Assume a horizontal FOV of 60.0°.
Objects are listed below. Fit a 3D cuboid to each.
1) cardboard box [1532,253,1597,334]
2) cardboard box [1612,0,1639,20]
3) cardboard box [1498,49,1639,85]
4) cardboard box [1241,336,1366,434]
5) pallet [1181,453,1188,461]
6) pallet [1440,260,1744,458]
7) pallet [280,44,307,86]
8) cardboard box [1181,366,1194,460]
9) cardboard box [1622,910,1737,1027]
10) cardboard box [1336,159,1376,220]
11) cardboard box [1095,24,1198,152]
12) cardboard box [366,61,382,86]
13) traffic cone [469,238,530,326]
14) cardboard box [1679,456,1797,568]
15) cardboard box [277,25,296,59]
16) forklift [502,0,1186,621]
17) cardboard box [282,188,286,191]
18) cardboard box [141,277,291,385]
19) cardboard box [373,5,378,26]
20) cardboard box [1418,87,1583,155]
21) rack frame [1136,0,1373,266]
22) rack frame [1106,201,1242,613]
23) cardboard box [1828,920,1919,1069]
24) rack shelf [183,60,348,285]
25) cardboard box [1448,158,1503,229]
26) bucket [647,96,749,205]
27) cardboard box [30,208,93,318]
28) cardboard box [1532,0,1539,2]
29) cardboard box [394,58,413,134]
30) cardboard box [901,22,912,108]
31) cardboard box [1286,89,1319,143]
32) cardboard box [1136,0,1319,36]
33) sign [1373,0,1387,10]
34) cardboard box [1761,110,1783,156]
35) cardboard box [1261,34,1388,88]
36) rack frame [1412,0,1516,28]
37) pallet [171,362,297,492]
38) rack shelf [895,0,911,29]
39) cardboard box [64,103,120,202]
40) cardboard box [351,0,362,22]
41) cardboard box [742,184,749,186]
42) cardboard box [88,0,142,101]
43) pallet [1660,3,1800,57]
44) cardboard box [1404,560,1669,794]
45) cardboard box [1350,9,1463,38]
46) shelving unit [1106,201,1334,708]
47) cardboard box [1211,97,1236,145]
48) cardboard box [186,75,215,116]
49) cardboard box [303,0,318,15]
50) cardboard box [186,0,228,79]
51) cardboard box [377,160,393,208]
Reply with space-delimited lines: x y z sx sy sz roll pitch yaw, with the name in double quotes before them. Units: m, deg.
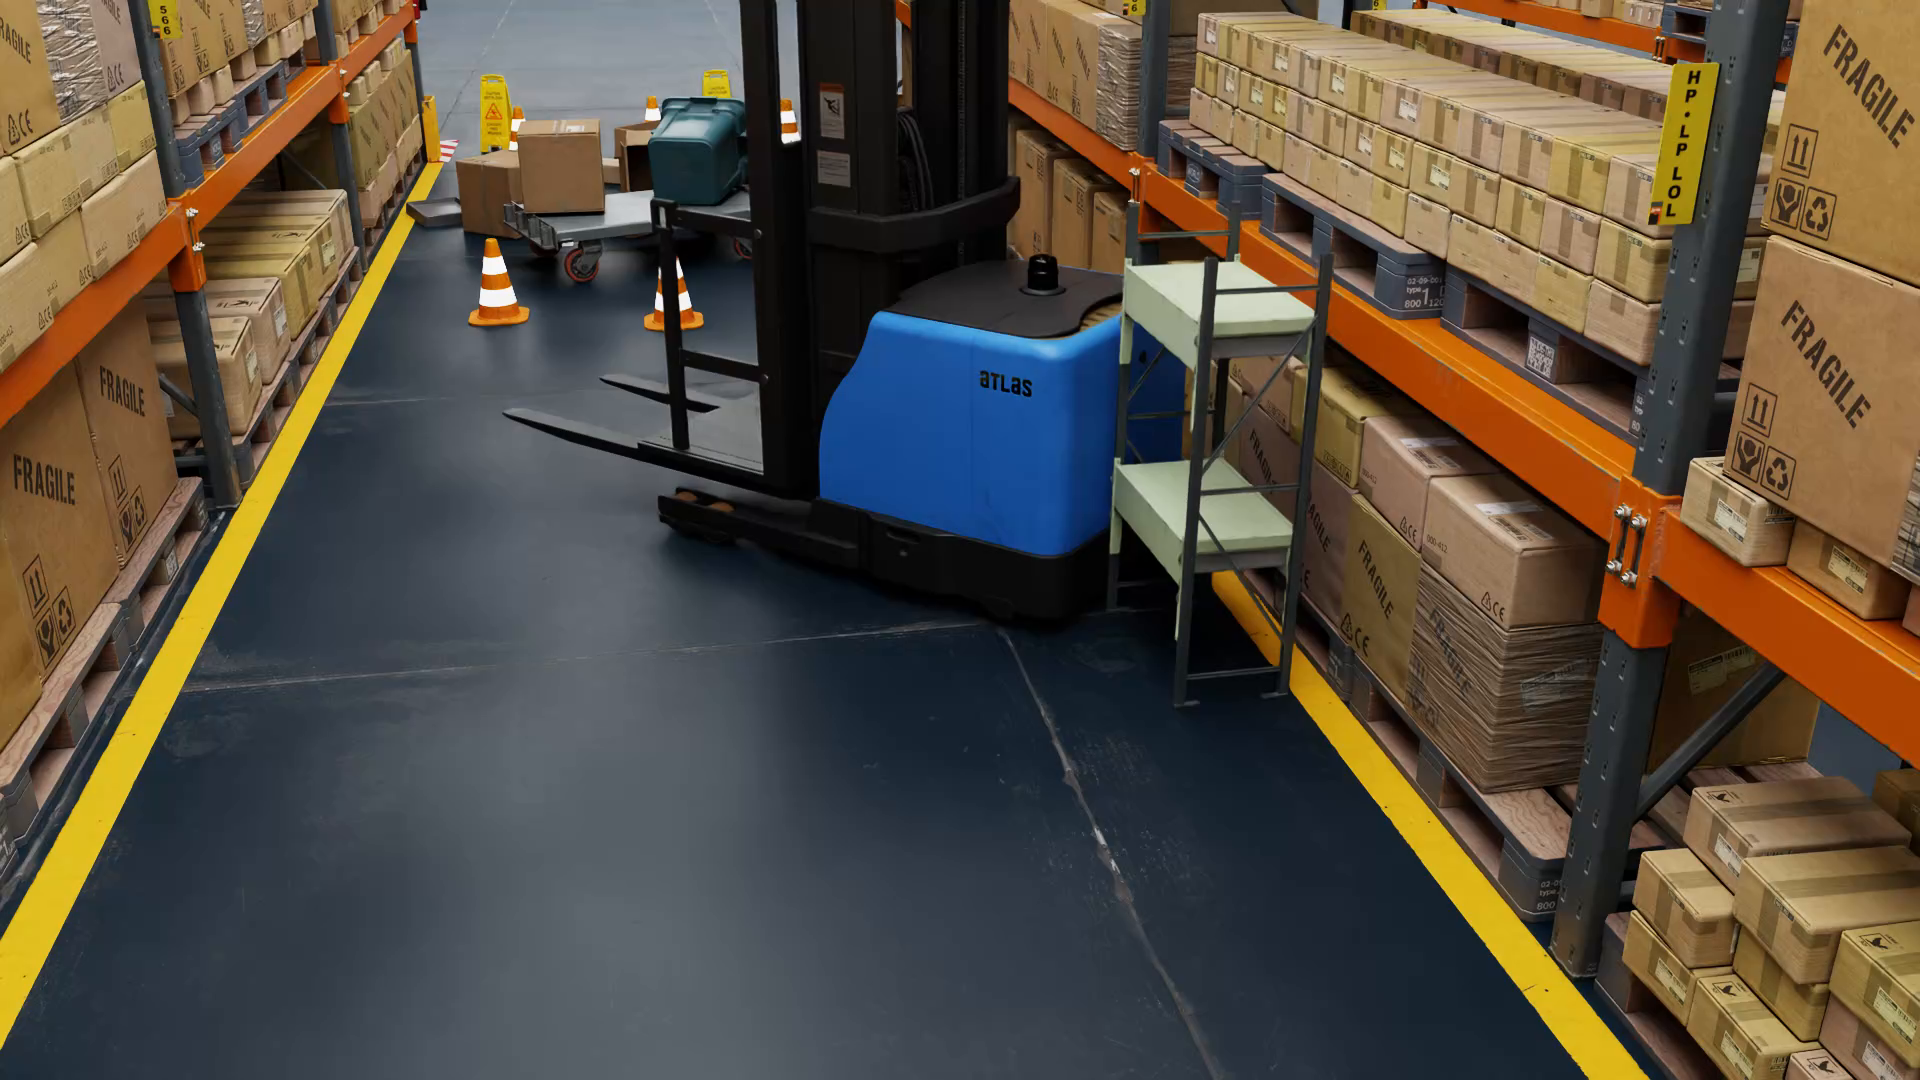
"cardboard box" 1.708 -0.641 4.260 0.380 0.149 0.250 -4 24 -9
"cardboard box" 5.086 -3.944 12.346 0.380 0.149 0.250 -4 24 -10
"cardboard box" 2.063 -1.576 5.657 0.380 0.149 0.250 -3 24 -7
"cardboard box" 1.348 -0.600 6.038 0.500 0.250 0.500 -4 24 -9
"pallet" 1.428 -0.308 7.192 1.003 0.211 1.213 -4 24 -10
"pallet" 2.027 -0.544 4.487 1.003 0.211 1.213 -4 24 -10
"pallet" -4.302 -2.662 9.336 1.003 0.211 1.213 -4 24 -10
"cardboard box" 1.165 -0.644 7.074 0.500 0.500 0.500 -5 24 -12
"cardboard box" 1.777 0.961 3.840 0.380 0.149 0.250 -5 24 -12
"cardboard box" 1.464 -1.156 5.439 0.380 0.149 0.250 -5 24 -11
"cardboard box" 0.938 -2.097 7.678 0.500 0.500 0.500 -4 24 -10
"cardboard box" -4.258 -3.248 11.601 0.380 0.149 0.250 -3 24 -7
"traffic cone" -2.695 -1.514 9.639 0.336 0.463 0.334 -4 24 -10
"cardboard box" 1.756 -0.070 3.475 0.380 0.149 0.250 -3 24 -8
"cardboard box" -3.769 -2.653 8.865 0.380 0.149 0.250 -4 24 -9
"forklift" -0.627 -1.490 6.499 3.031 2.935 1.130 15 28 31
"cardboard box" -4.674 -2.206 10.964 0.500 0.250 0.500 -3 24 -7
"cardboard box" -3.800 -0.988 8.024 0.950 0.372 0.625 -5 24 -11
"cardboard box" -4.345 -3.694 11.775 0.380 0.149 0.250 -4 24 -10
"cardboard box" 1.572 -1.221 4.845 0.380 0.149 0.250 -5 24 -11
"rack frame" 1.285 -1.894 7.338 1.000 3.000 0.127 -4 24 -10
"rack frame" 0.745 -0.440 5.876 0.400 1.500 0.023 -4 24 -12
"cardboard box" 1.973 0.880 3.280 0.380 0.149 0.250 -5 24 -10
"rack shelf" -3.931 -1.945 8.353 1.077 0.370 4.000 -4 24 -10
"cardboard box" 1.609 -0.984 4.674 0.380 0.149 0.250 -5 24 -11
"bucket" -1.745 -2.546 11.023 0.726 0.611 0.620 4 34 9
"cardboard box" -3.025 -0.840 5.113 0.500 0.250 0.500 -5 24 -10
"cardboard box" 4.876 -4.437 13.476 0.380 0.149 0.250 -4 24 -10
"cardboard box" -4.536 -3.409 12.783 0.500 0.500 0.500 -3 24 -8
"cardboard box" -0.004 -3.997 14.285 0.875 0.875 0.875 -4 24 -9
"cardboard box" 1.374 -1.494 5.840 0.380 0.149 0.250 -4 24 -10
"cardboard box" 1.212 -2.575 7.524 0.700 0.500 0.500 -4 24 -10
"sign" 1.817 -2.432 7.223 0.100 0.325 0.005 -4 24 -10
"cardboard box" 2.302 -1.070 4.497 0.380 0.149 0.250 -4 24 -9
"cardboard box" 1.322 -1.741 6.034 0.380 0.149 0.250 -5 24 -12
"rack frame" 4.699 -5.368 15.292 1.000 3.000 0.127 -4 24 -10
"pallet" -3.704 -0.517 7.670 1.003 0.211 1.213 -4 24 -10
"rack shelf" 0.176 -3.924 12.886 1.077 0.370 4.000 -4 24 -10
"cardboard box" -3.123 -1.275 5.484 0.500 0.250 0.500 -5 24 -11
"cardboard box" -4.224 -3.632 10.823 0.500 0.500 0.500 -4 24 -10
"cardboard box" -1.582 -2.754 12.724 0.396 0.266 0.258 0 24 -1
"cardboard box" -3.208 -1.808 5.767 0.500 0.500 0.500 -5 24 -11
"pallet" 5.437 -3.395 11.015 1.003 0.211 1.213 -4 24 -10
"cardboard box" 1.640 0.360 4.776 0.500 0.500 0.500 -5 24 -11
"cardboard box" 1.826 -2.085 6.822 0.380 0.149 0.250 -5 24 -12
"shelving unit" 0.827 -0.297 5.549 0.431 1.500 0.755 -4 24 -12
"cardboard box" 1.219 -1.675 6.626 0.380 0.149 0.250 -3 24 -7
"cardboard box" -3.463 -1.931 7.213 0.380 0.149 0.250 -6 24 -13
"cardboard box" -3.989 -3.271 9.470 0.500 0.500 0.500 -5 24 -11
"cardboard box" -3.520 -2.261 7.157 0.500 0.500 0.500 -3 24 -7
"cardboard box" -4.254 -2.455 11.533 0.500 0.250 0.500 -3 24 -7
